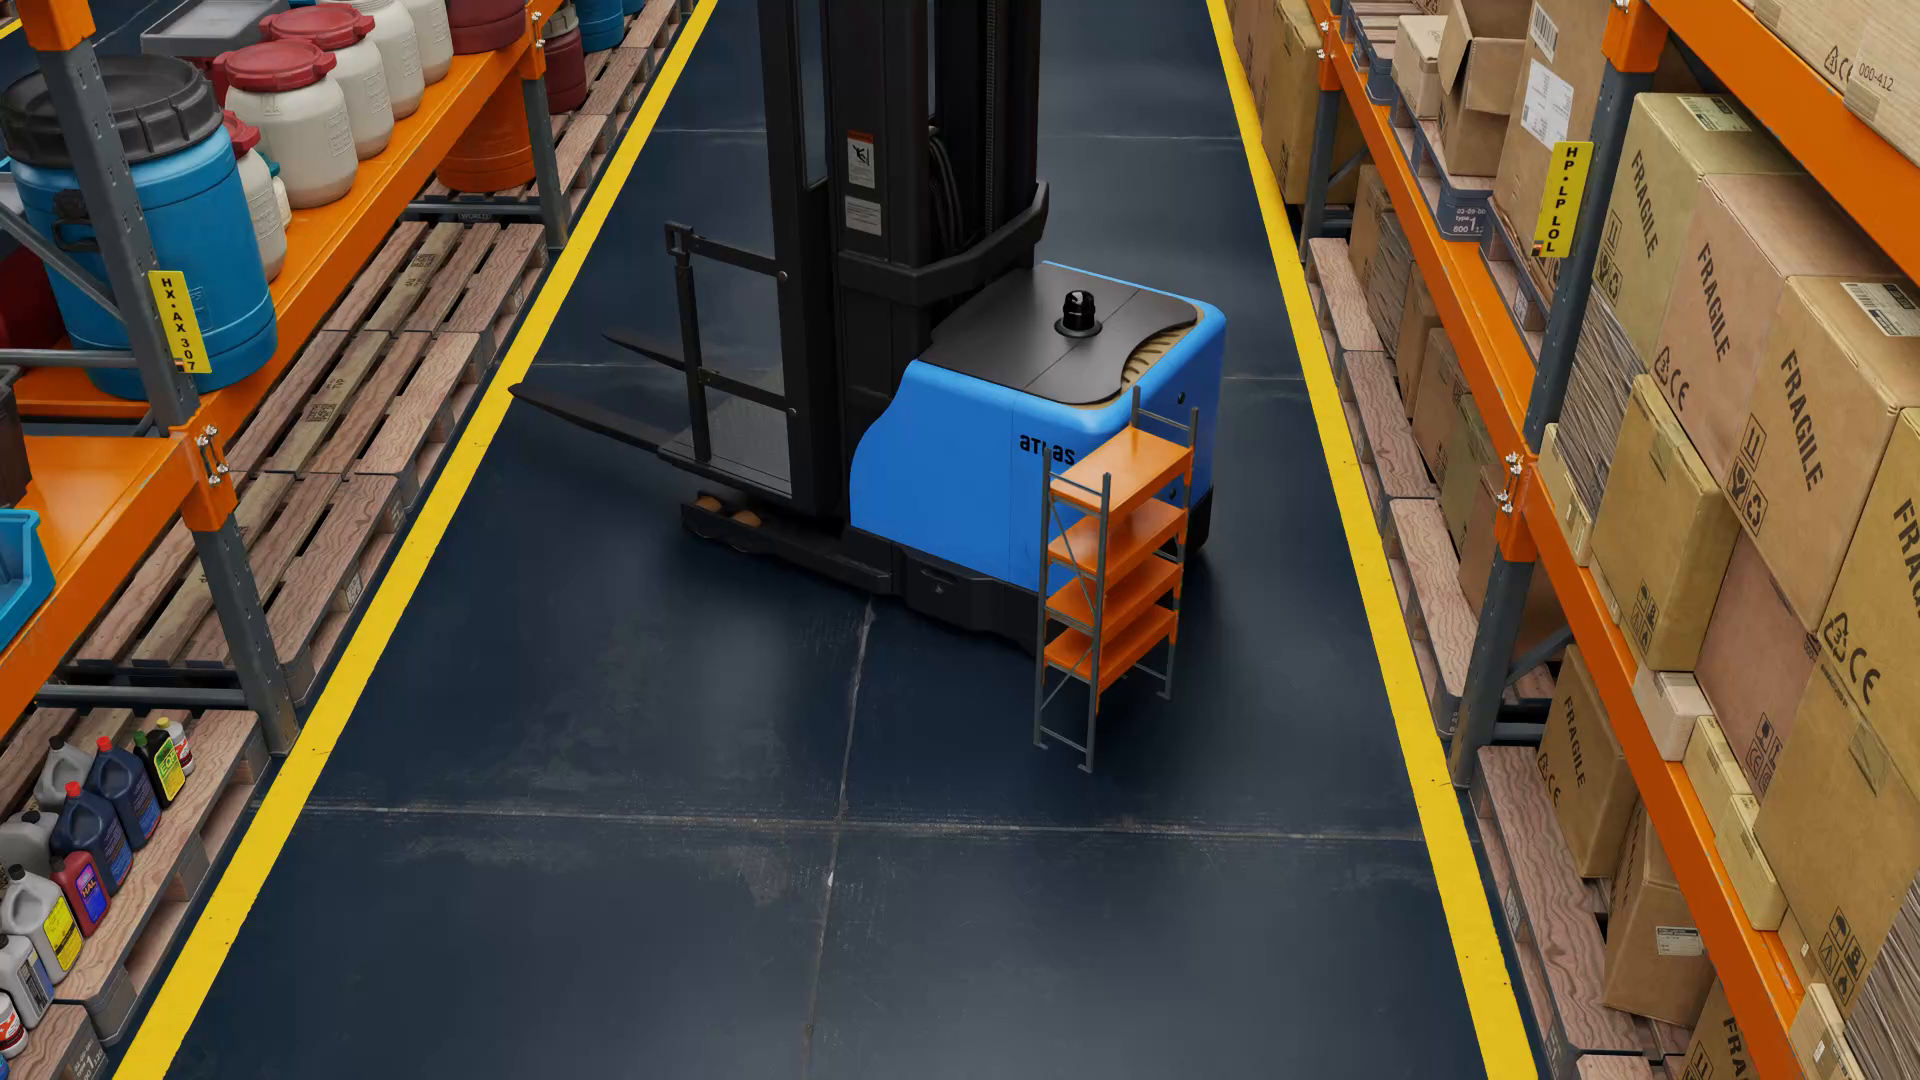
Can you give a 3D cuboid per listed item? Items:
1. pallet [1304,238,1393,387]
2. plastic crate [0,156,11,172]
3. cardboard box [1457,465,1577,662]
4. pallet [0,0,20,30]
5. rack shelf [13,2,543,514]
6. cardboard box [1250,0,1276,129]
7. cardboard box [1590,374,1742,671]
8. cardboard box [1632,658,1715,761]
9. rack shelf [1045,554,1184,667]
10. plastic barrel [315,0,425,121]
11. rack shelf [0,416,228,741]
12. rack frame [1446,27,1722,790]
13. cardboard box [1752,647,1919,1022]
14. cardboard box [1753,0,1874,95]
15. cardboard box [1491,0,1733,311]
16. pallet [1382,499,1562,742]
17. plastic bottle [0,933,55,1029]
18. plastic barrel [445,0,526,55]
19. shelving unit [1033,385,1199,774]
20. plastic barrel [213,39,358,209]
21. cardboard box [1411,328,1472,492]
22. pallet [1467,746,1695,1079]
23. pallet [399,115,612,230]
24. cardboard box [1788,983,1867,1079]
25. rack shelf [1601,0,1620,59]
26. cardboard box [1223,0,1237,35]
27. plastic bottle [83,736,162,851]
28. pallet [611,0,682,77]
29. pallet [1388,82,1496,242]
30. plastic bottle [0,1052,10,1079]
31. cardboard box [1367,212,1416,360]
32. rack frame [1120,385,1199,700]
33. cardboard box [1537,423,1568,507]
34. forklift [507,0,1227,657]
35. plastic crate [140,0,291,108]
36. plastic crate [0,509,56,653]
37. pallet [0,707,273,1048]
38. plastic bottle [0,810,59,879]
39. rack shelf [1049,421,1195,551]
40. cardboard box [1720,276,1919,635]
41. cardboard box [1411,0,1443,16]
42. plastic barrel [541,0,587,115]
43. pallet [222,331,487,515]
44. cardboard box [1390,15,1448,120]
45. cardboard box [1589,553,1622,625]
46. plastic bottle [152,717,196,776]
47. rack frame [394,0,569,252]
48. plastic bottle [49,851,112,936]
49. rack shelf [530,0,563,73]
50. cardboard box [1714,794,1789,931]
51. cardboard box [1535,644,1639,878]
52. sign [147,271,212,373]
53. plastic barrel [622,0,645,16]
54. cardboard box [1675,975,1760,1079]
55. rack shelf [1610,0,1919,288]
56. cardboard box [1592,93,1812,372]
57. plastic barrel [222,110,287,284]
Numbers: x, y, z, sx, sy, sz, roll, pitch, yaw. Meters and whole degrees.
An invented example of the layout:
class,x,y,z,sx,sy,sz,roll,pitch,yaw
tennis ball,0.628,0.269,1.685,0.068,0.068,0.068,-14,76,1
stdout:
class,x,y,z,sx,sy,sz,roll,pitch,yaw
pallet,2.281,-1.125,8.168,1.003,0.211,1.213,1,35,2
plastic crate,-3.063,-1.166,5.814,0.392,0.384,0.575,1,35,2
cardboard box,2.199,0.073,5.828,0.700,0.500,0.500,-1,35,-2
pallet,-7.419,-3.635,11.739,1.003,0.211,1.213,1,35,2
rack shelf,-2.716,-1.386,6.739,1.077,0.370,4.000,1,35,2
cardboard box,2.405,-2.926,9.787,1.225,0.875,0.875,1,35,2
cardboard box,2.018,-0.036,3.847,0.875,0.500,0.500,1,35,2
cardboard box,1.786,0.376,3.824,0.380,0.149,0.250,1,35,2
rack shelf,0.505,0.200,5.539,0.258,0.148,0.480,25,42,31
plastic barrel,-2.480,-2.037,6.943,0.421,0.512,0.421,0,35,0
rack shelf,-2.877,0.912,3.469,1.077,0.370,4.000,1,35,2
rack frame,2.153,-0.417,4.735,1.000,3.000,0.127,1,35,2
cardboard box,2.037,0.540,3.027,0.875,0.500,0.500,1,35,2
cardboard box,1.863,-1.026,3.123,0.500,0.250,0.500,1,35,1
cardboard box,2.325,-1.288,5.086,1.000,1.000,1.000,2,35,2
pallet,2.183,0.277,6.173,1.003,0.211,1.213,1,35,2
plastic bottle,-2.565,1.169,4.465,0.152,0.276,0.135,2,35,3
plastic barrel,-2.351,-2.612,7.739,0.600,0.536,0.708,1,35,2
shelving unit,0.505,0.145,5.501,0.258,1.200,0.503,25,42,31
plastic barrel,-2.509,-1.553,6.233,0.433,0.535,0.433,0,35,0
cardboard box,2.259,-0.522,6.675,0.700,0.500,0.500,-2,35,-2
pallet,2.161,1.111,4.986,1.003,0.211,1.213,1,35,2
pallet,-2.646,-2.143,9.615,1.003,0.211,1.213,1,35,2
cardboard box,1.753,0.951,3.006,0.380,0.149,0.250,1,35,2
rack shelf,2.233,-2.499,5.714,1.077,0.370,4.000,1,35,2
cardboard box,2.468,-3.948,11.241,1.225,0.875,0.875,1,35,2
plastic bottle,-2.534,0.749,4.997,0.144,0.351,0.185,0,35,1
pallet,-2.548,-3.544,11.610,1.003,0.211,1.213,1,35,2
pallet,2.275,-1.498,6.440,1.003,0.211,1.213,1,35,2
plastic bottle,-2.547,1.298,4.285,0.097,0.271,0.097,0,35,0
cardboard box,2.297,-1.168,7.595,0.700,0.500,0.500,-1,35,-2
rack frame,0.657,0.035,5.656,0.240,1.200,0.015,25,42,31
cardboard box,1.844,-0.198,4.641,0.380,0.149,0.250,1,35,2
forklift,-0.530,-1.387,6.175,3.031,2.935,1.130,20,40,25
plastic crate,-3.006,-1.934,6.838,0.402,0.464,0.583,1,35,2
plastic crate,-2.569,0.172,4.027,0.499,0.251,0.616,1,35,2
pallet,-2.865,0.994,5.152,1.003,0.211,1.213,1,35,2
plastic bottle,-2.691,0.901,4.846,0.152,0.276,0.135,1,35,2
rack shelf,0.505,-0.177,5.275,0.258,0.148,0.480,25,42,31
cardboard box,1.841,-0.161,3.156,0.500,0.500,0.500,1,35,2
cardboard box,2.332,-2.617,7.412,0.500,0.500,0.500,-3,35,-4
plastic barrel,-2.588,-2.945,10.064,0.600,0.588,0.708,1,35,2
pallet,-2.757,-0.545,7.342,1.003,0.211,1.213,1,35,2
cardboard box,2.016,-1.868,6.564,0.500,0.250,0.500,0,35,1
cardboard box,1.838,0.090,4.232,0.380,0.149,0.250,1,35,2
plastic bottle,-2.499,0.649,5.269,0.097,0.201,0.097,0,35,0
rack frame,-2.636,-2.830,8.167,1.000,3.000,0.127,1,35,2
plastic bottle,-2.507,0.981,4.725,0.061,0.283,0.133,4,35,5
rack shelf,-2.555,-3.684,10.009,1.077,0.370,4.000,1,35,2
cardboard box,1.797,0.664,3.414,0.380,0.149,0.250,1,35,2
cardboard box,2.097,0.663,5.007,0.500,0.500,0.500,0,35,0
sign,-2.247,-0.626,4.791,0.100,0.325,0.005,1,35,2
plastic barrel,-2.514,-4.129,11.476,0.600,0.901,0.708,1,35,2
cardboard box,2.135,1.351,4.028,0.500,0.500,0.500,-2,35,-2
rack shelf,2.072,-0.201,2.444,1.077,0.370,4.000,1,35,2
cardboard box,1.881,-0.736,3.973,0.500,0.500,0.500,1,35,2
plastic barrel,-2.539,-1.132,5.633,0.433,0.535,0.433,0,35,0
